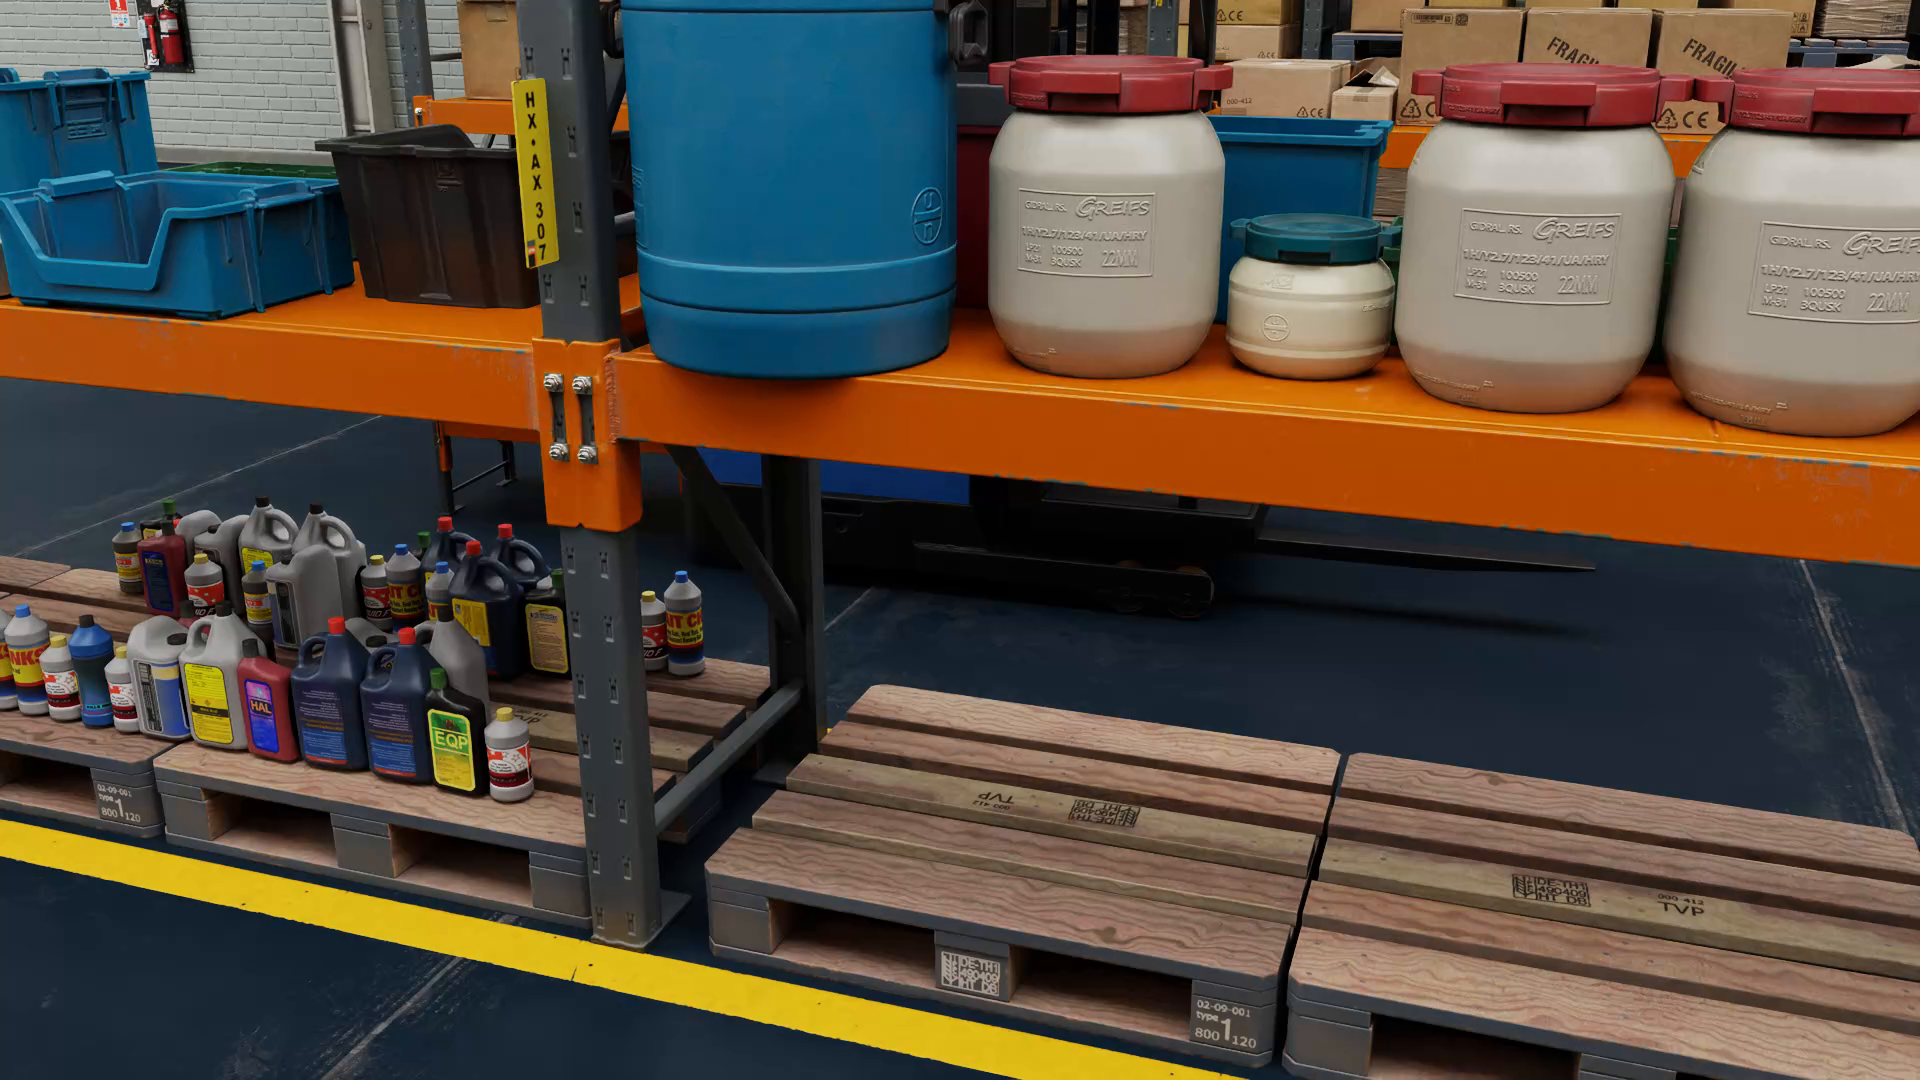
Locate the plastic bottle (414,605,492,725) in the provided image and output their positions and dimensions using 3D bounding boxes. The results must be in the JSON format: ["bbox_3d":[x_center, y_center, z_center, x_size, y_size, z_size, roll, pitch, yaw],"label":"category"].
[{"bbox_3d":[-1.226,0.322,3.951,0.185,0.351,0.144,7,20,18],"label":"plastic bottle"}]

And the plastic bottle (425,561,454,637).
[{"bbox_3d":[-1.373,0.190,4.450,0.097,0.271,0.097,0,19,0],"label":"plastic bottle"}]

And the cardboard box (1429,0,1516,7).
[{"bbox_3d":[3.676,-3.903,11.896,0.500,0.500,0.700,9,21,24],"label":"cardboard box"}]

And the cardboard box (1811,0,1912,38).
[{"bbox_3d":[6.012,-3.647,11.161,0.500,0.500,0.700,4,20,12],"label":"cardboard box"}]

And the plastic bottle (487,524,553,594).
[{"bbox_3d":[-1.196,0.131,4.500,0.185,0.351,0.144,7,20,20],"label":"plastic bottle"}]

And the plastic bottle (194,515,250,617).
[{"bbox_3d":[-2.110,0.063,4.808,0.135,0.276,0.152,6,20,17],"label":"plastic bottle"}]

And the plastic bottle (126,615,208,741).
[{"bbox_3d":[-1.911,0.328,4.048,0.135,0.276,0.152,7,20,19],"label":"plastic bottle"}]

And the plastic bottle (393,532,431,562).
[{"bbox_3d":[-1.517,0.111,4.658,0.133,0.283,0.061,7,21,20],"label":"plastic bottle"}]

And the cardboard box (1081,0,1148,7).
[{"bbox_3d":[0.732,-2.552,7.703,0.250,0.149,0.380,7,20,18],"label":"cardboard box"}]

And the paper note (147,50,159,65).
[{"bbox_3d":[-8.286,-4.953,17.068,0.142,0.148,0.016,7,20,18],"label":"paper note"}]

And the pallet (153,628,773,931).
[{"bbox_3d":[-1.191,0.535,4.220,1.213,0.211,1.003,7,20,18],"label":"pallet"}]

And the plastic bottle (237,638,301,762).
[{"bbox_3d":[-1.622,0.373,3.906,0.133,0.283,0.061,8,21,22],"label":"plastic bottle"}]

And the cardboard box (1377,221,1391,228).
[{"bbox_3d":[2.029,-1.392,8.199,0.500,0.311,0.500,7,20,20],"label":"cardboard box"}]

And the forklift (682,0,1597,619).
[{"bbox_3d":[0.605,-1.326,5.429,3.031,2.935,1.130,5,20,15],"label":"forklift"}]

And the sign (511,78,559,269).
[{"bbox_3d":[-0.761,-0.657,2.983,0.005,0.325,0.100,7,20,18],"label":"sign"}]

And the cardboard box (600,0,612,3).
[{"bbox_3d":[-1.696,-2.829,8.498,0.250,0.149,0.380,6,20,17],"label":"cardboard box"}]

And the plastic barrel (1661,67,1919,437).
[{"bbox_3d":[1.364,-0.463,2.640,0.433,0.535,0.433,0,19,0],"label":"plastic barrel"}]

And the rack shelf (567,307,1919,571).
[{"bbox_3d":[1.319,-0.140,3.015,4.000,0.370,1.077,7,20,18],"label":"rack shelf"}]

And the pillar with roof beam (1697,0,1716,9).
[{"bbox_3d":[4.103,-5.248,7.460,0.400,9.000,9.100,7,20,18],"label":"pillar with roof beam"}]

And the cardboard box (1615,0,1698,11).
[{"bbox_3d":[4.828,-3.775,11.528,0.500,0.500,0.700,7,20,18],"label":"cardboard box"}]

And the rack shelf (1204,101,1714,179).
[{"bbox_3d":[2.948,-1.680,7.432,4.000,0.370,1.077,7,20,18],"label":"rack shelf"}]

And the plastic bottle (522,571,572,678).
[{"bbox_3d":[-1.076,0.215,4.361,0.133,0.283,0.061,7,20,18],"label":"plastic bottle"}]

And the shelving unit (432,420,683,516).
[{"bbox_3d":[-1.406,-0.658,6.254,1.048,1.125,0.538,5,20,15],"label":"shelving unit"}]

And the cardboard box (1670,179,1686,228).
[{"bbox_3d":[5.314,-2.525,11.892,0.500,0.500,0.700,6,20,18],"label":"cardboard box"}]

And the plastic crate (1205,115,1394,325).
[{"bbox_3d":[0.574,-0.666,3.454,0.575,0.384,0.392,7,20,18],"label":"plastic crate"}]

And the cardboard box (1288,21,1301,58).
[{"bbox_3d":[2.308,-3.833,12.711,0.500,0.250,0.500,7,20,19],"label":"cardboard box"}]

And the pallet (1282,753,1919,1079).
[{"bbox_3d":[1.341,0.825,3.390,1.213,0.211,1.003,7,20,18],"label":"pallet"}]

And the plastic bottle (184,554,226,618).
[{"bbox_3d":[-2.133,0.139,4.703,0.097,0.201,0.097,0,19,0],"label":"plastic bottle"}]

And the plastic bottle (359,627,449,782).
[{"bbox_3d":[-1.273,0.367,3.822,0.185,0.351,0.144,6,20,17],"label":"plastic bottle"}]

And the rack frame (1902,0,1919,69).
[{"bbox_3d":[6.460,-3.344,11.113,0.127,3.000,1.000,7,20,18],"label":"rack frame"}]

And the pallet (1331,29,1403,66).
[{"bbox_3d":[3.355,-3.558,12.018,1.213,0.211,1.003,7,20,18],"label":"pallet"}]

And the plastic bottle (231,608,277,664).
[{"bbox_3d":[-1.750,0.309,4.092,0.133,0.283,0.061,7,20,18],"label":"plastic bottle"}]

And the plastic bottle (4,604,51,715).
[{"bbox_3d":[-2.320,0.293,4.155,0.097,0.271,0.097,0,19,0],"label":"plastic bottle"}]

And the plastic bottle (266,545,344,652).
[{"bbox_3d":[-1.801,0.149,4.563,0.135,0.276,0.152,7,20,18],"label":"plastic bottle"}]

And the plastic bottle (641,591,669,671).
[{"bbox_3d":[-0.823,0.236,4.426,0.097,0.201,0.097,0,19,0],"label":"plastic bottle"}]

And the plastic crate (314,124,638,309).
[{"bbox_3d":[-1.023,-0.763,3.802,0.504,0.338,0.767,7,20,18],"label":"plastic crate"}]

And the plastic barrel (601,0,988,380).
[{"bbox_3d":[-0.304,-0.797,3.044,0.708,0.901,0.600,7,20,18],"label":"plastic barrel"}]

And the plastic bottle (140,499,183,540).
[{"bbox_3d":[-2.353,0.016,4.932,0.133,0.283,0.061,7,20,19],"label":"plastic bottle"}]

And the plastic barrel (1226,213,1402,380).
[{"bbox_3d":[0.630,-0.440,2.992,0.301,0.262,0.301,0,19,0],"label":"plastic barrel"}]

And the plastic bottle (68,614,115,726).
[{"bbox_3d":[-2.128,0.315,4.092,0.097,0.271,0.097,0,19,0],"label":"plastic bottle"}]

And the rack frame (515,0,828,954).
[{"bbox_3d":[-0.570,-0.696,3.516,0.127,3.000,1.000,7,20,18],"label":"rack frame"}]

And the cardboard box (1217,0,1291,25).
[{"bbox_3d":[2.133,-4.024,12.122,0.500,0.500,0.500,6,20,18],"label":"cardboard box"}]

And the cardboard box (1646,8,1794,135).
[{"bbox_3d":[3.247,-2.027,7.183,0.500,0.500,0.500,5,20,15],"label":"cardboard box"}]

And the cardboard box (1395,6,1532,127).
[{"bbox_3d":[2.277,-2.138,7.501,0.500,0.500,0.500,8,21,22],"label":"cardboard box"}]

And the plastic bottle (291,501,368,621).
[{"bbox_3d":[-1.776,0.064,4.690,0.185,0.351,0.144,6,20,18],"label":"plastic bottle"}]

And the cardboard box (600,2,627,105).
[{"bbox_3d":[-1.785,-2.605,8.842,0.500,0.500,0.700,7,20,19],"label":"cardboard box"}]

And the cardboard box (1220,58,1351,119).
[{"bbox_3d":[1.539,-2.125,7.844,0.500,0.250,0.500,8,21,21],"label":"cardboard box"}]

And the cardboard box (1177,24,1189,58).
[{"bbox_3d":[1.666,-3.728,12.413,0.500,0.250,0.500,7,20,18],"label":"cardboard box"}]

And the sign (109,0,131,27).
[{"bbox_3d":[-8.630,-5.437,17.064,0.234,0.329,0.001,7,20,18],"label":"sign"}]

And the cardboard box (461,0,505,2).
[{"bbox_3d":[-2.419,-2.912,8.736,0.250,0.149,0.380,6,20,18],"label":"cardboard box"}]

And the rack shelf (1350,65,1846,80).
[{"bbox_3d":[4.570,-3.221,11.852,4.000,0.370,1.077,7,20,18],"label":"rack shelf"}]

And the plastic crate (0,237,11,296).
[{"bbox_3d":[-2.187,-0.668,3.837,0.437,0.136,0.530,7,20,18],"label":"plastic crate"}]

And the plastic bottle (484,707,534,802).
[{"bbox_3d":[-1.015,0.475,3.739,0.097,0.201,0.097,0,19,0],"label":"plastic bottle"}]

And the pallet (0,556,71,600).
[{"bbox_3d":[-3.496,0.272,4.976,1.213,0.211,1.003,7,20,18],"label":"pallet"}]

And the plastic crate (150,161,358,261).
[{"bbox_3d":[-1.760,-0.830,4.223,0.662,0.188,0.450,7,20,18],"label":"plastic crate"}]

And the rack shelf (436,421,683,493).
[{"bbox_3d":[-1.406,-0.427,6.334,1.000,0.278,0.538,5,20,15],"label":"rack shelf"}]

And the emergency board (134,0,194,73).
[{"bbox_3d":[-8.142,-5.329,16.806,0.643,1.169,0.194,7,20,18],"label":"emergency board"}]
